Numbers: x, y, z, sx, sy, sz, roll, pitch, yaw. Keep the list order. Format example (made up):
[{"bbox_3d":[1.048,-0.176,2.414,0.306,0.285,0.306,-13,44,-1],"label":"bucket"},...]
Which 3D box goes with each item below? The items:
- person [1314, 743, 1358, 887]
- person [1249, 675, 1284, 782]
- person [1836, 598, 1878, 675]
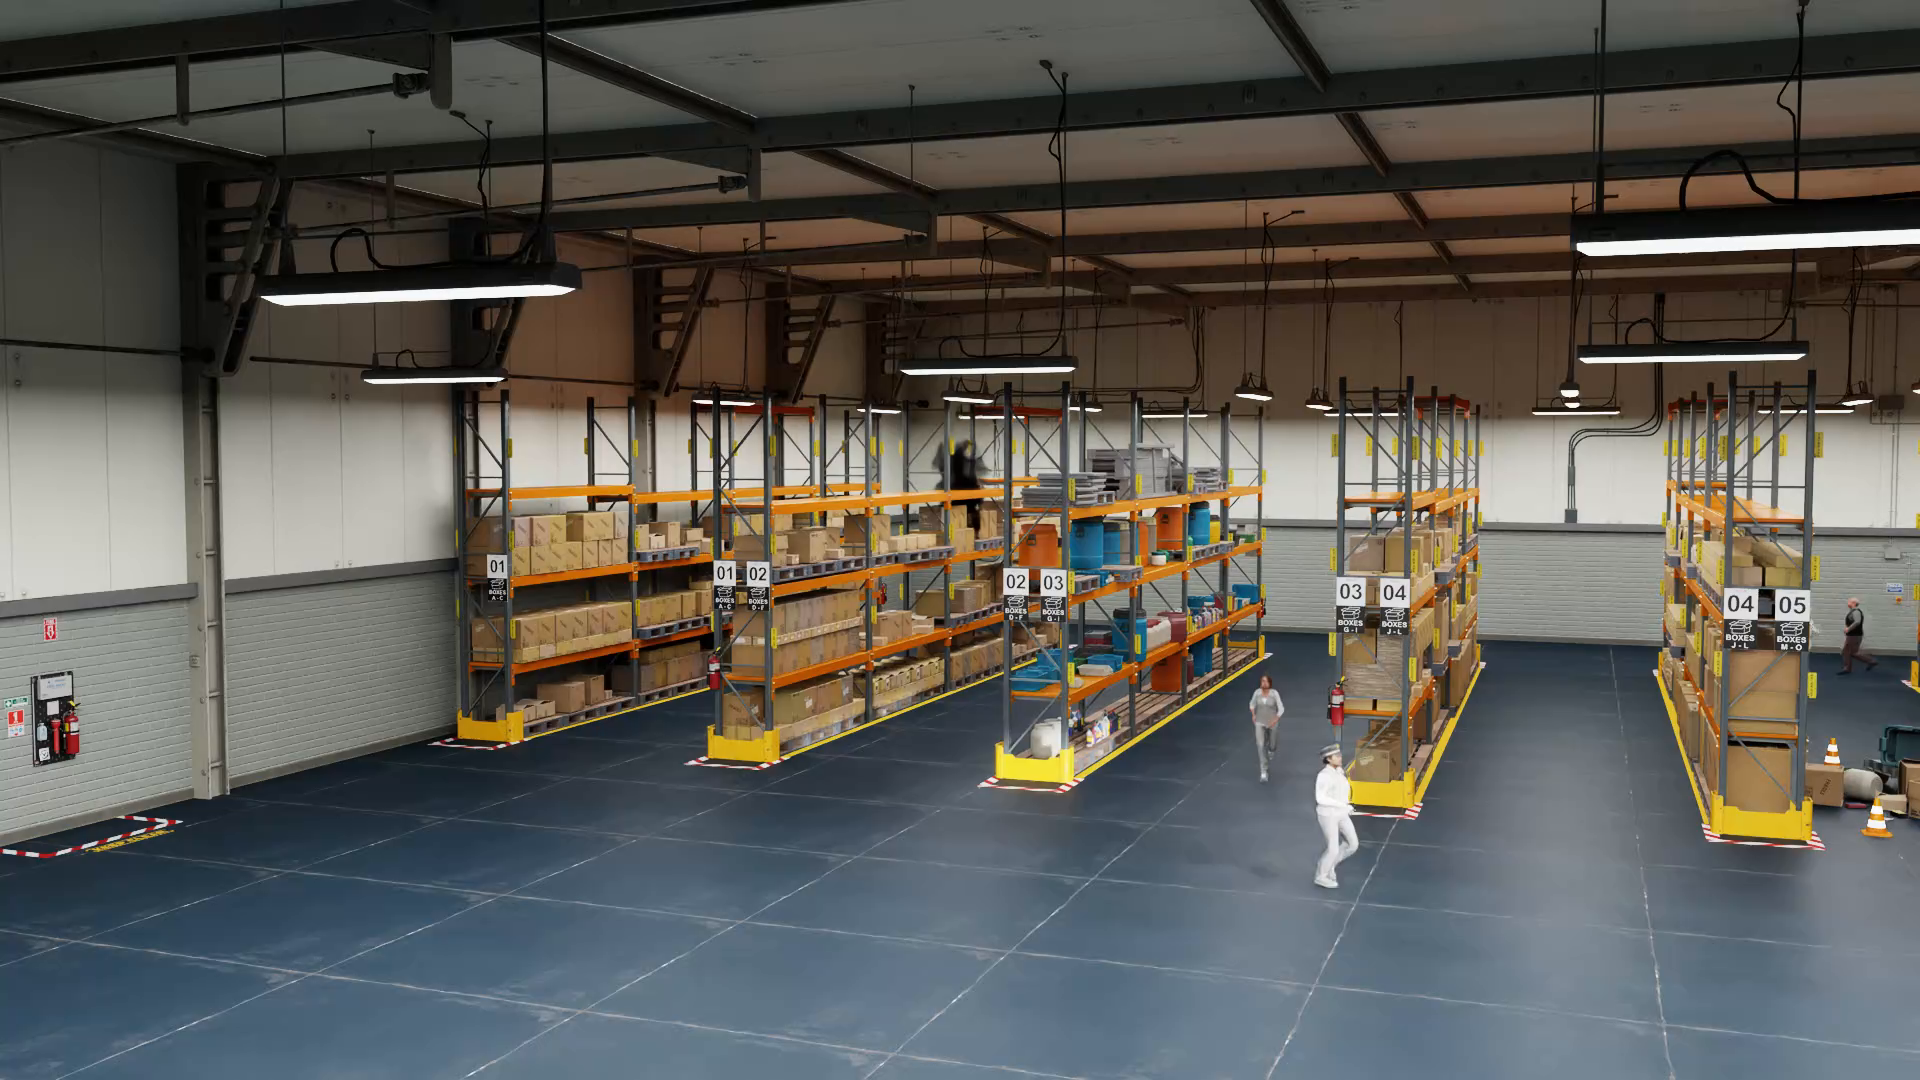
[{"bbox_3d":[4.291,3.129,18.863,0.585,1.649,0.565,-3,4,-43],"label":"person"},{"bbox_3d":[4.678,2.843,25.401,0.521,1.577,0.906,1,3,12],"label":"person"},{"bbox_3d":[19.736,2.138,36.547,0.808,1.727,0.676,2,4,26],"label":"person"}]
